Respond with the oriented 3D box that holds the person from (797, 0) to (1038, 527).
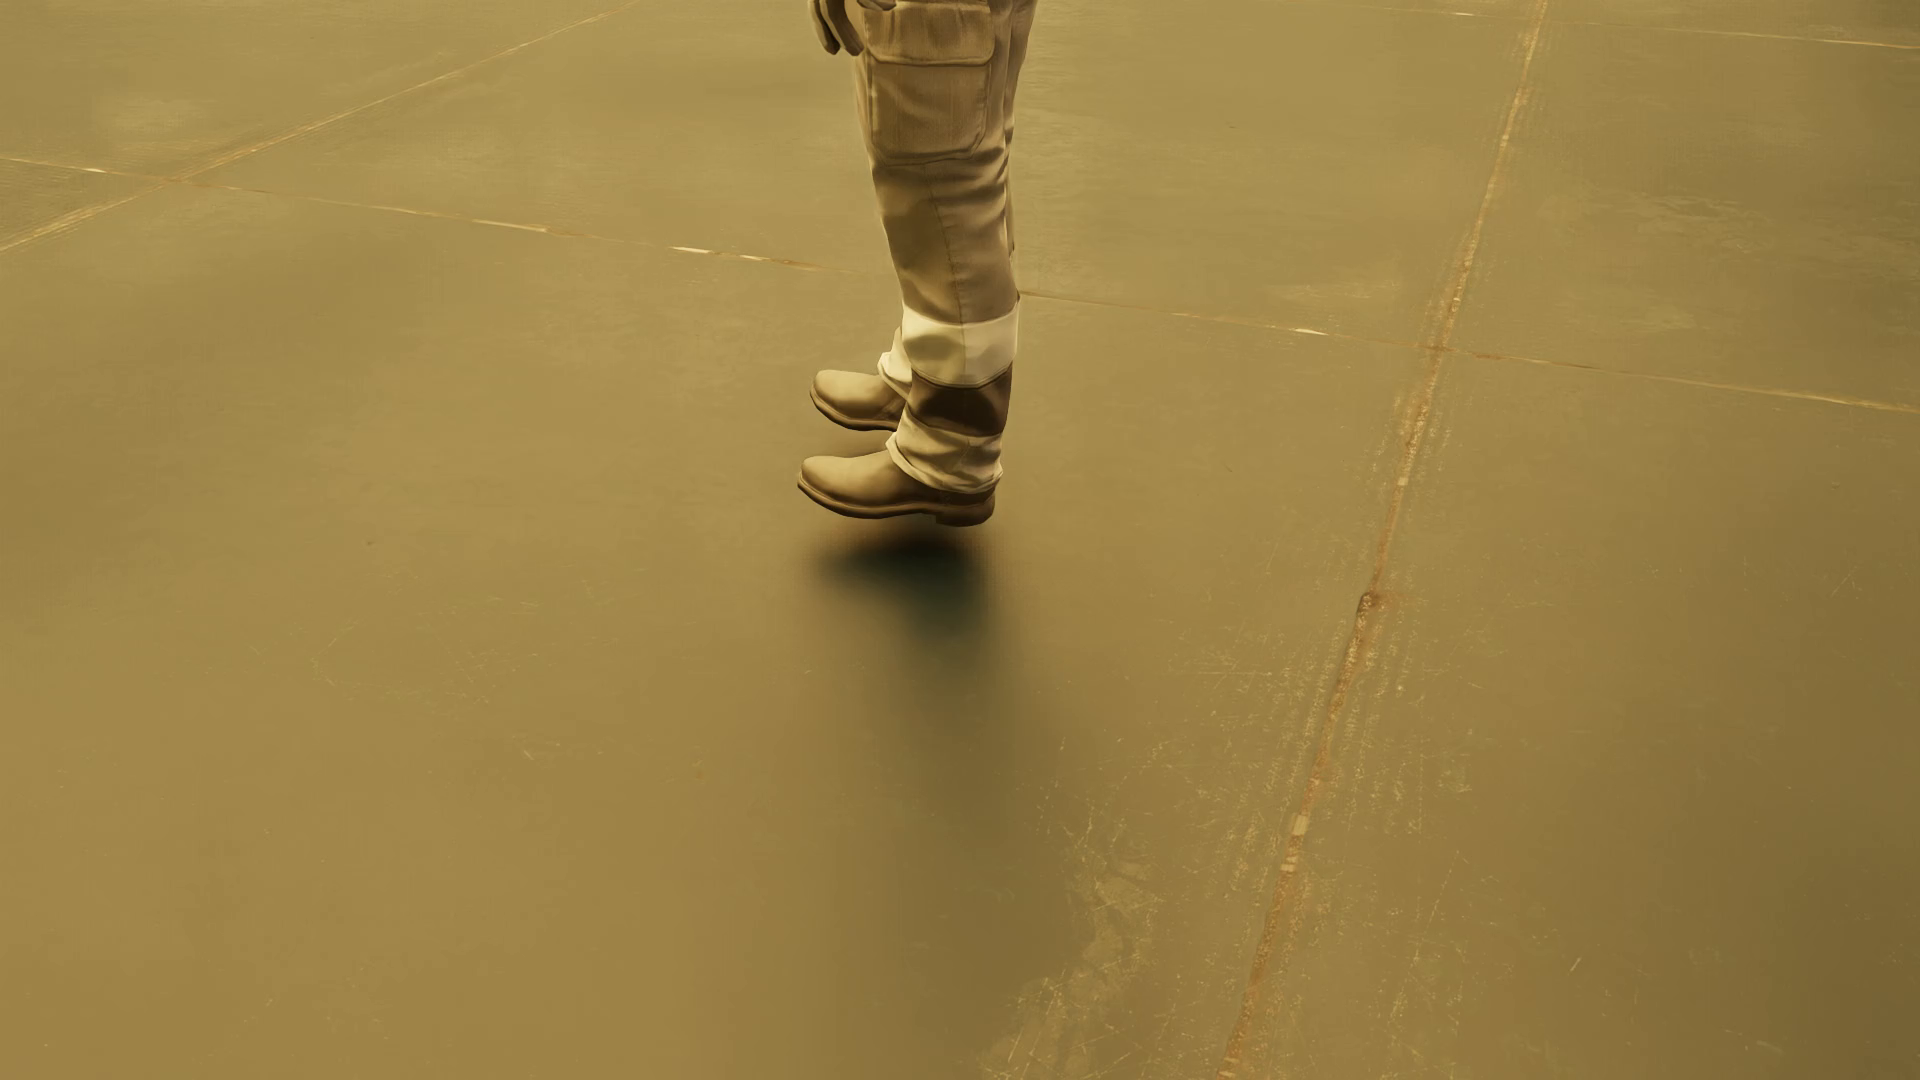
[{"bbox_3d":[-0.070,-0.839,2.070,0.564,1.787,0.637,10,31,18],"label":"person"}]
